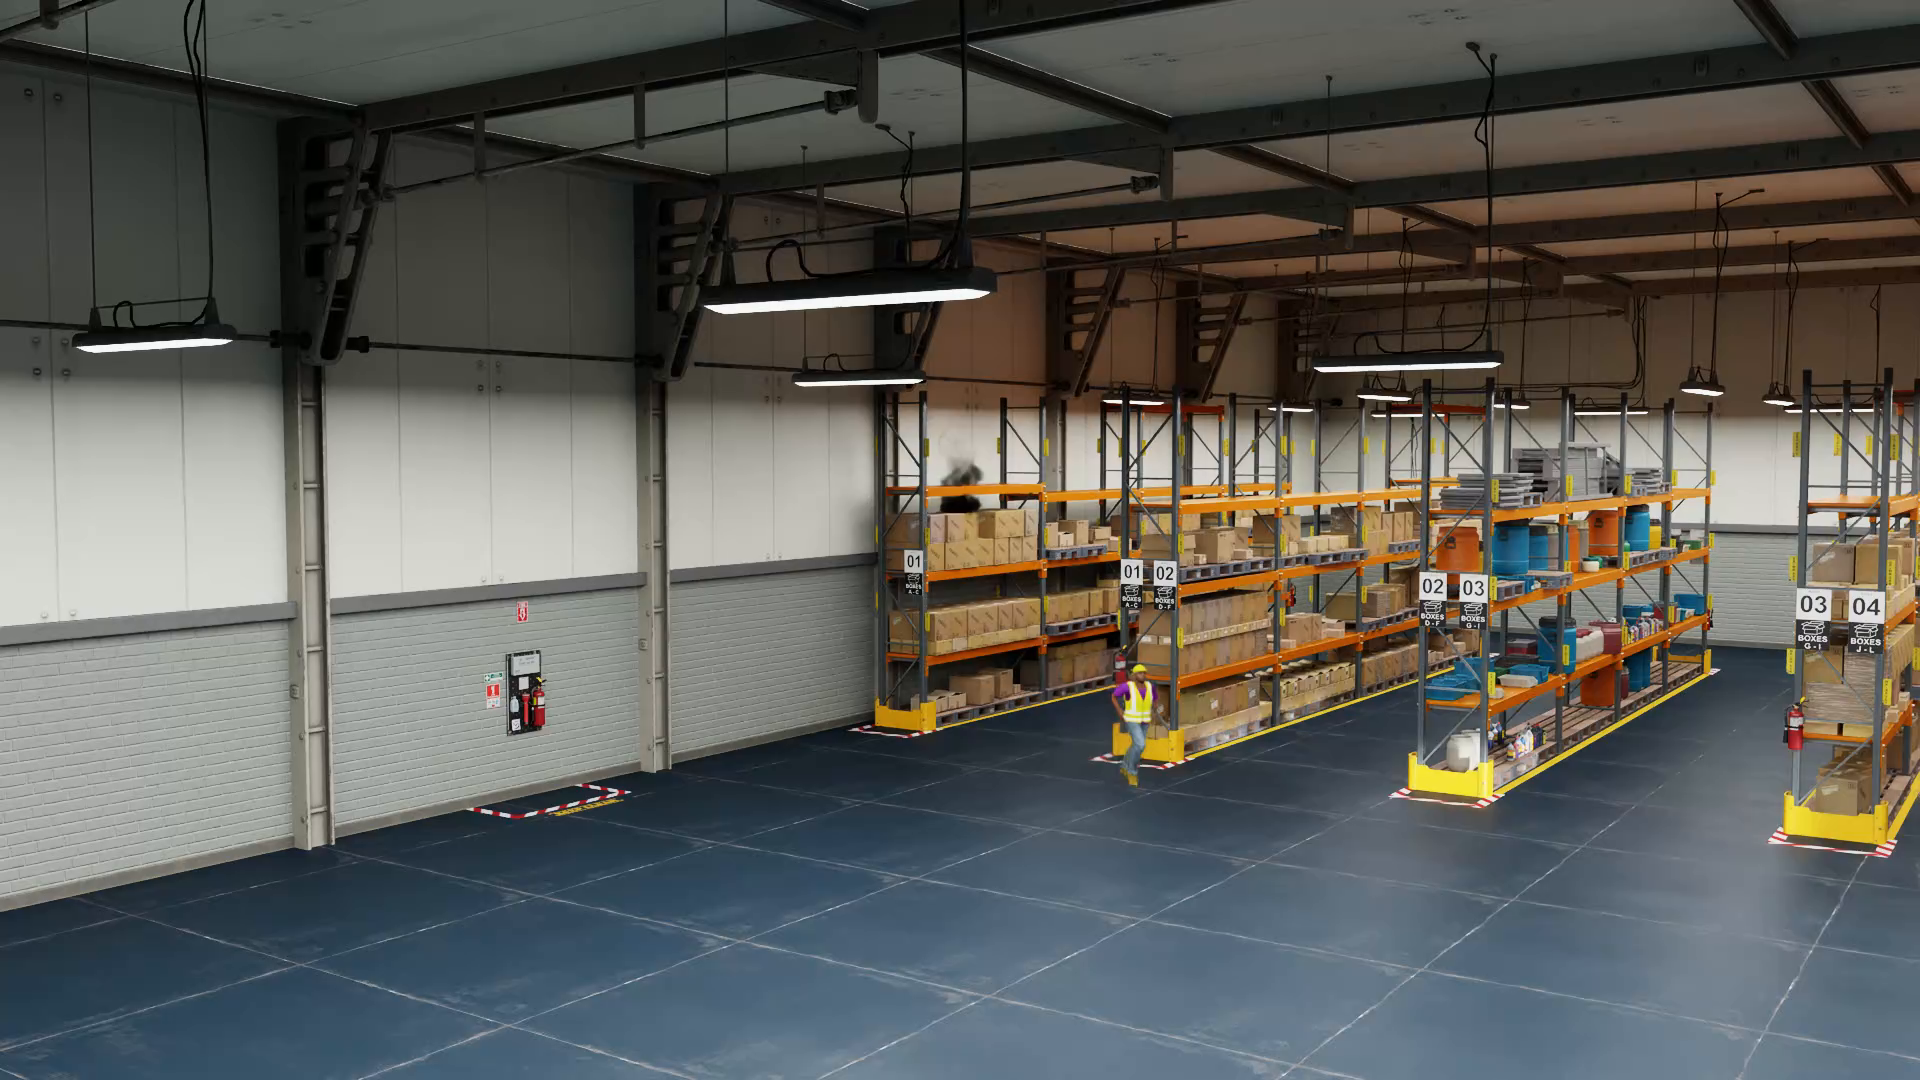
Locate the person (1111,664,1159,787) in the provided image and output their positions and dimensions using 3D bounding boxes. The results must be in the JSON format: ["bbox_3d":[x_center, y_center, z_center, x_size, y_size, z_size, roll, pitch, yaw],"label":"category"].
[{"bbox_3d":[2.657,2.753,24.864,0.698,1.823,0.723,-2,4,-28],"label":"person"}]
